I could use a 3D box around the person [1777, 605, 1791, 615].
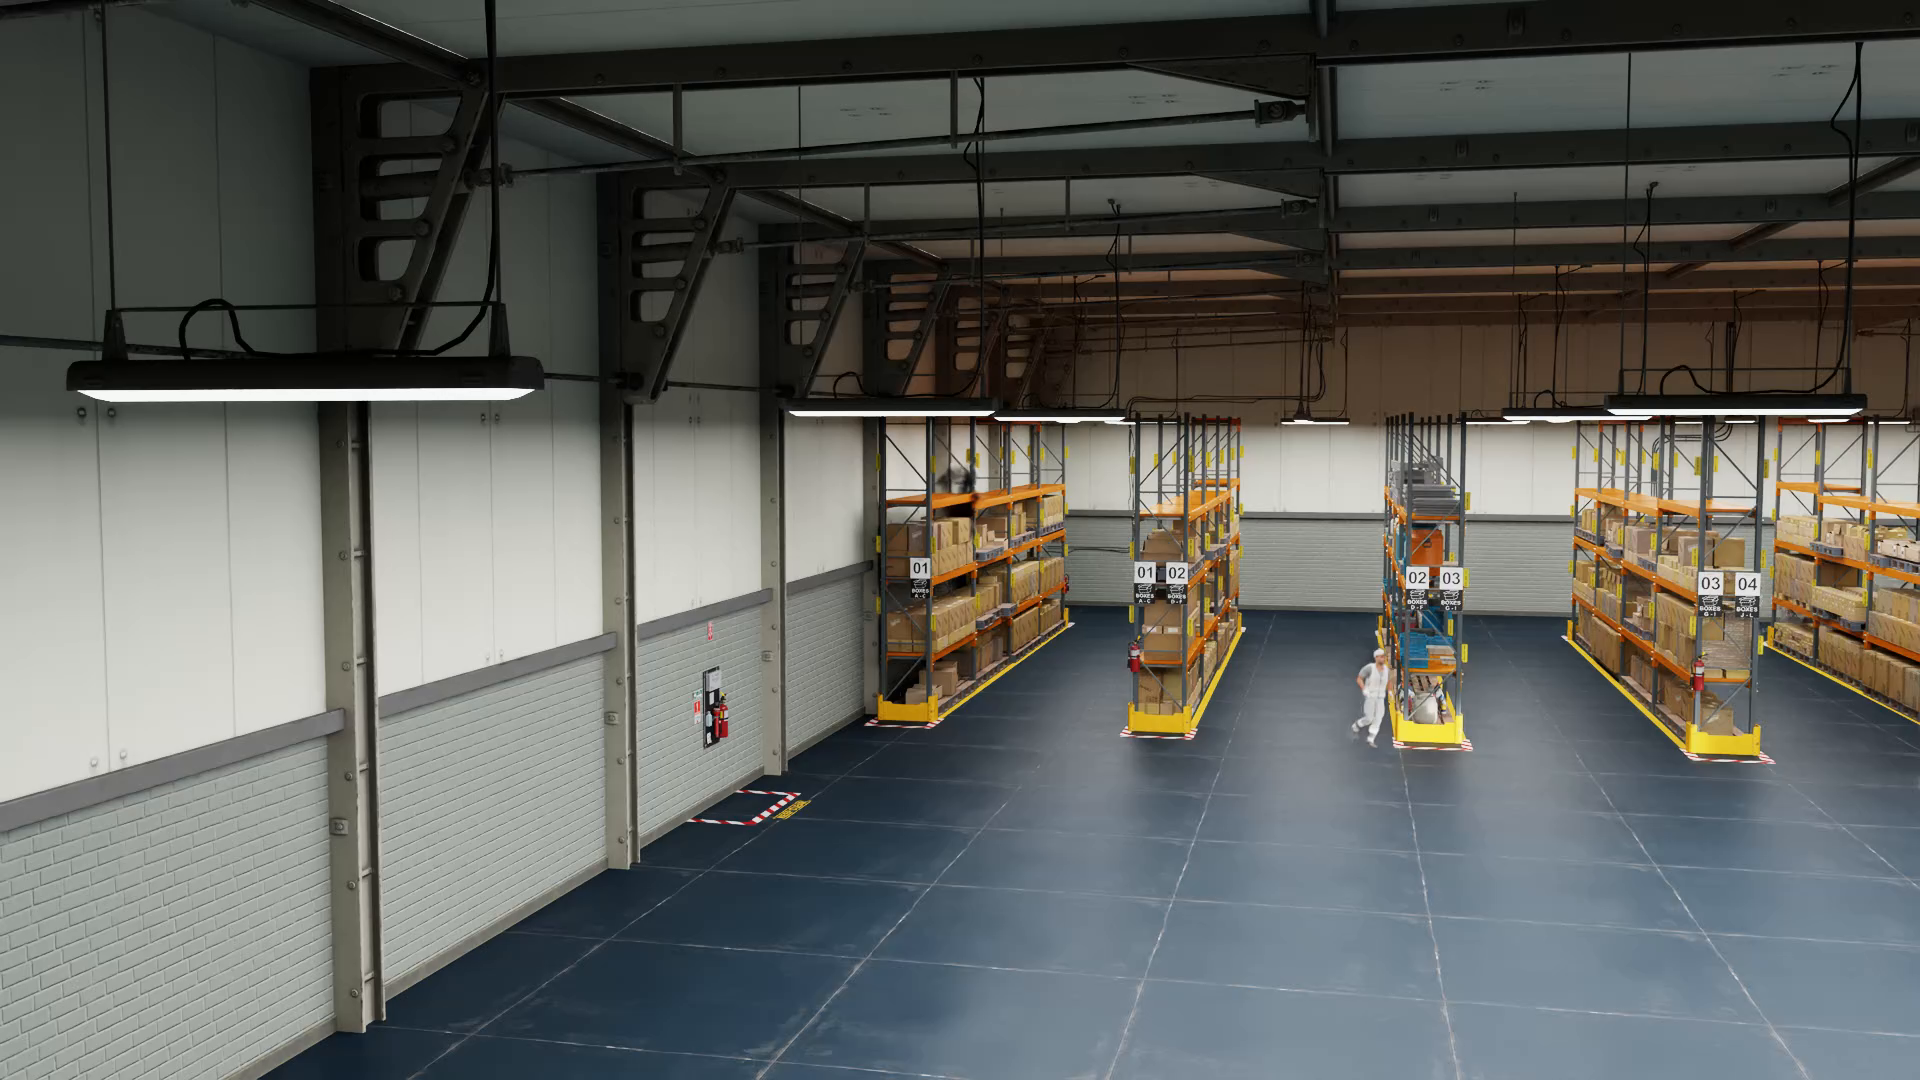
[{"bbox_3d":[22.187,1.527,44.644,0.447,0.940,0.603,0,4,-2],"label":"person"}]

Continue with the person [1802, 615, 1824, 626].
[{"bbox_3d":[22.825,1.973,44.534,0.772,1.518,0.683,0,4,6],"label":"person"}]

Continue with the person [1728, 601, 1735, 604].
[{"bbox_3d":[19.756,2.072,42.624,0.545,1.560,0.606,2,4,23],"label":"person"}]

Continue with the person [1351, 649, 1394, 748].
[{"bbox_3d":[7.479,2.825,29.953,0.699,1.739,0.678,-1,4,-19],"label":"person"}]
